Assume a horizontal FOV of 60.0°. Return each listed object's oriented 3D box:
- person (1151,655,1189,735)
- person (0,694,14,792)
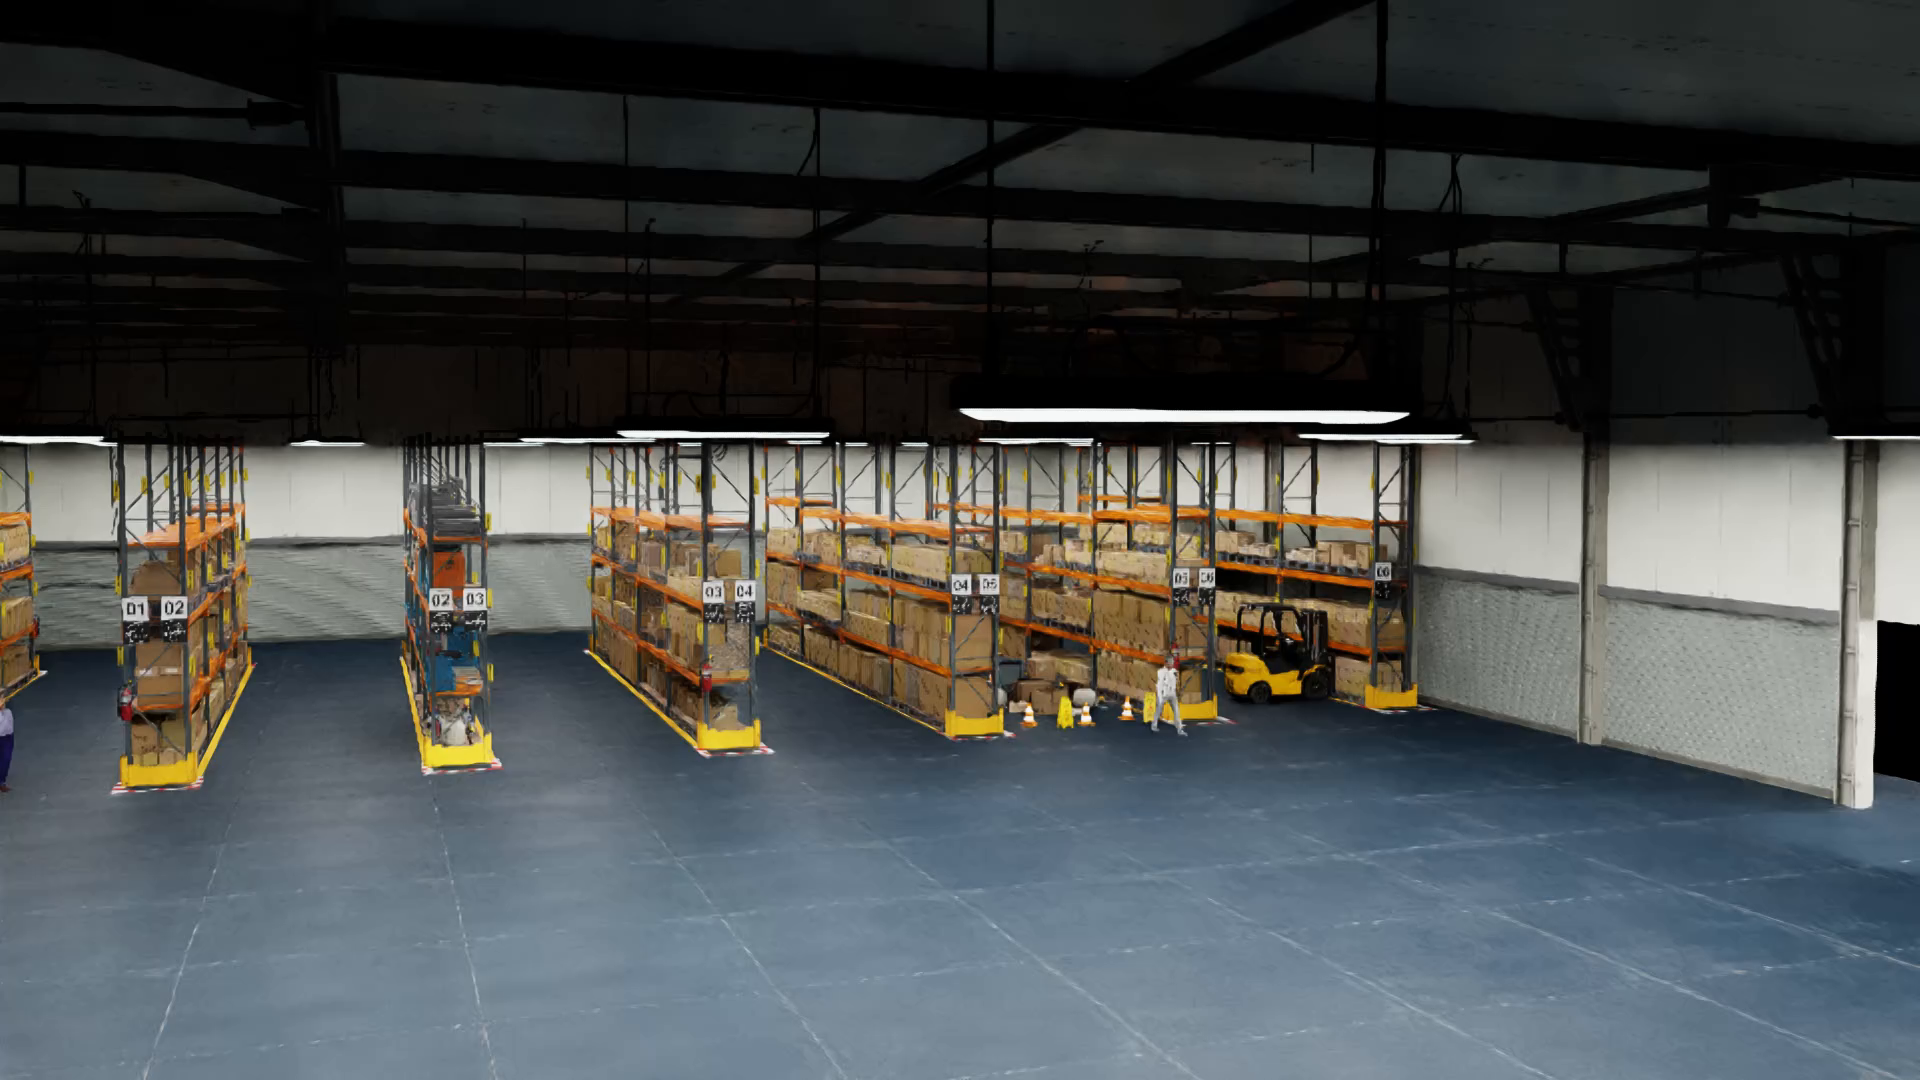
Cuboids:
[{"bbox_3d":[4.134,3.068,33.088,0.499,1.587,1.073,-1,3,-22],"label":"person"},{"bbox_3d":[-16.051,3.373,27.565,0.509,1.641,0.668,2,4,29],"label":"person"}]
